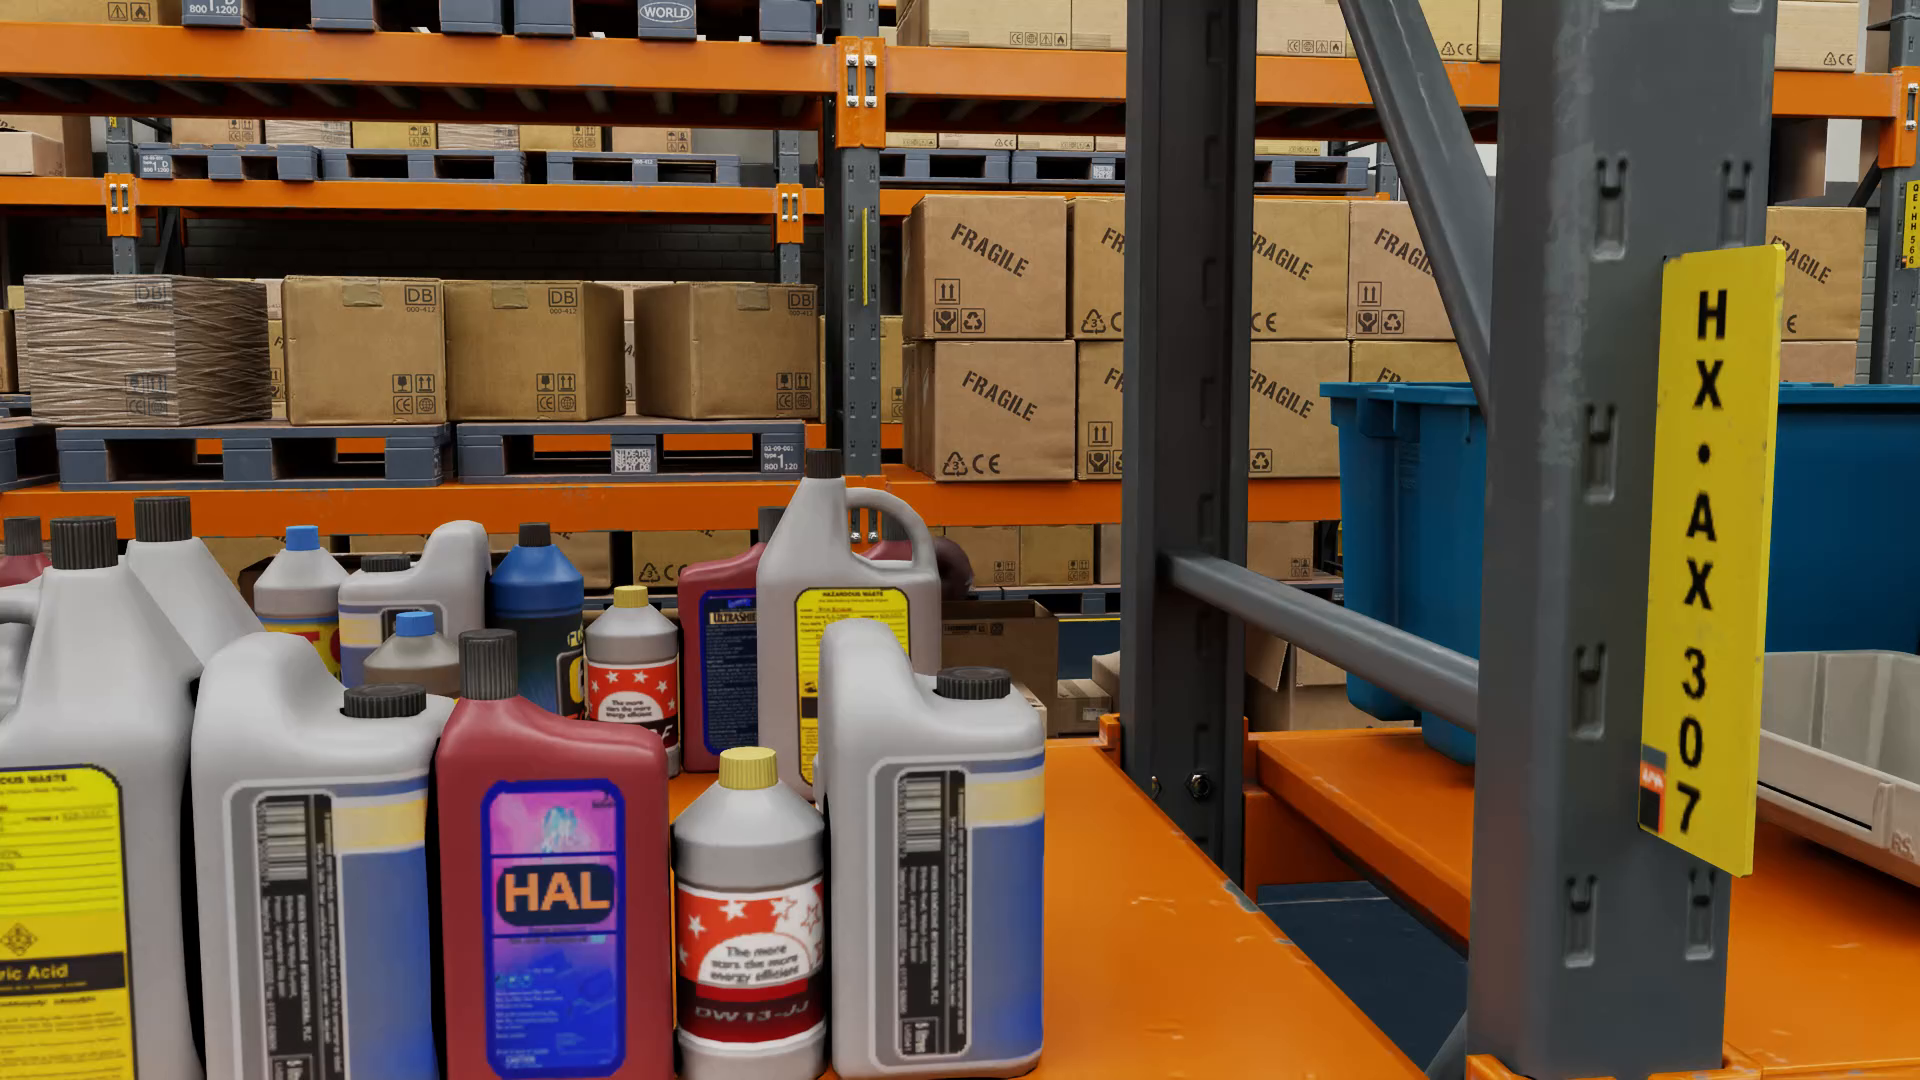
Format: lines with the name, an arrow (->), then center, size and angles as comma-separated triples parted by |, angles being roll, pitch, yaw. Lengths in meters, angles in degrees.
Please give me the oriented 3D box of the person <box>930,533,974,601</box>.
person -> -0.406, 0.415, 7.941 | 0.956, 0.933, 0.584 | -2, 7, -14
